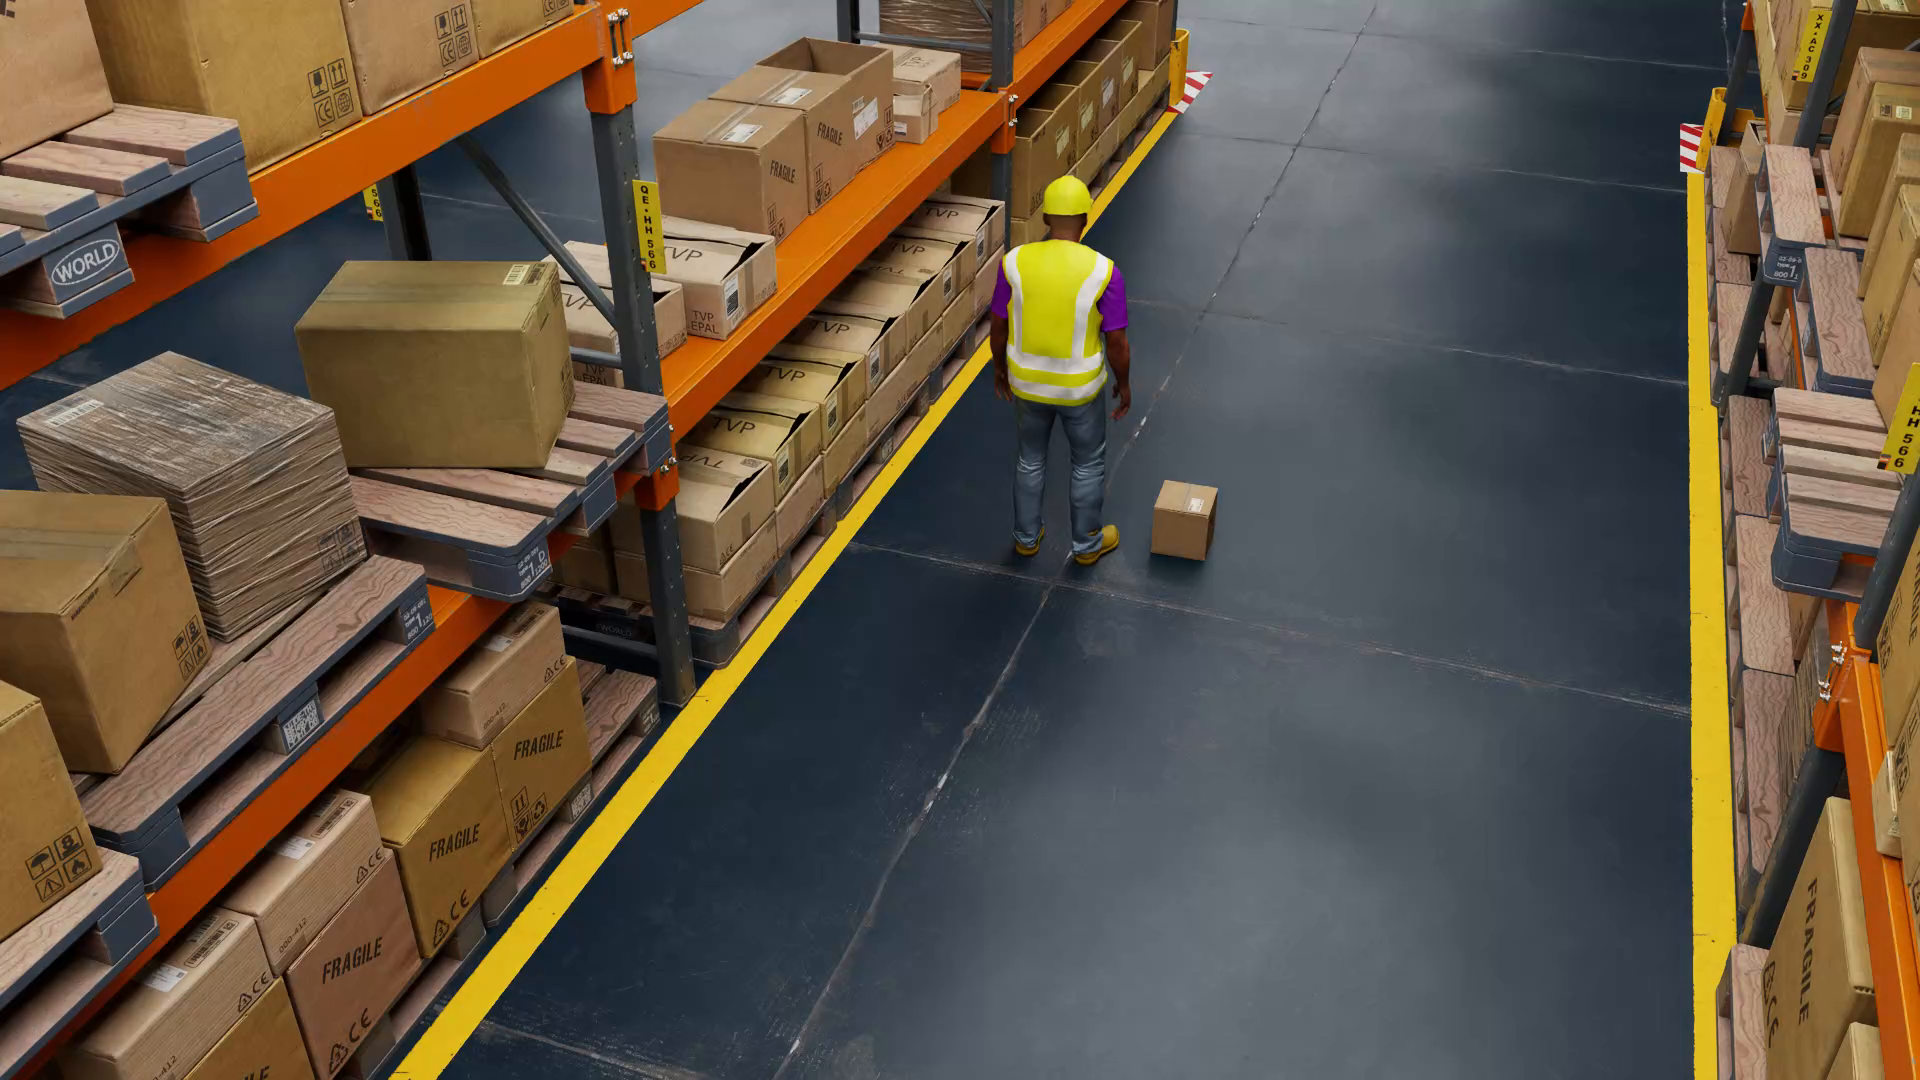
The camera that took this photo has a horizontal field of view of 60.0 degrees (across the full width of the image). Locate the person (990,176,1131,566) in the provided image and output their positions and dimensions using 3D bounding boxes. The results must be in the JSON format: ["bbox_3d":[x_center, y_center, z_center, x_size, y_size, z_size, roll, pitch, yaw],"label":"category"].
[{"bbox_3d":[0.439,-0.707,7.209,0.626,1.760,0.461,11,35,16],"label":"person"}]
